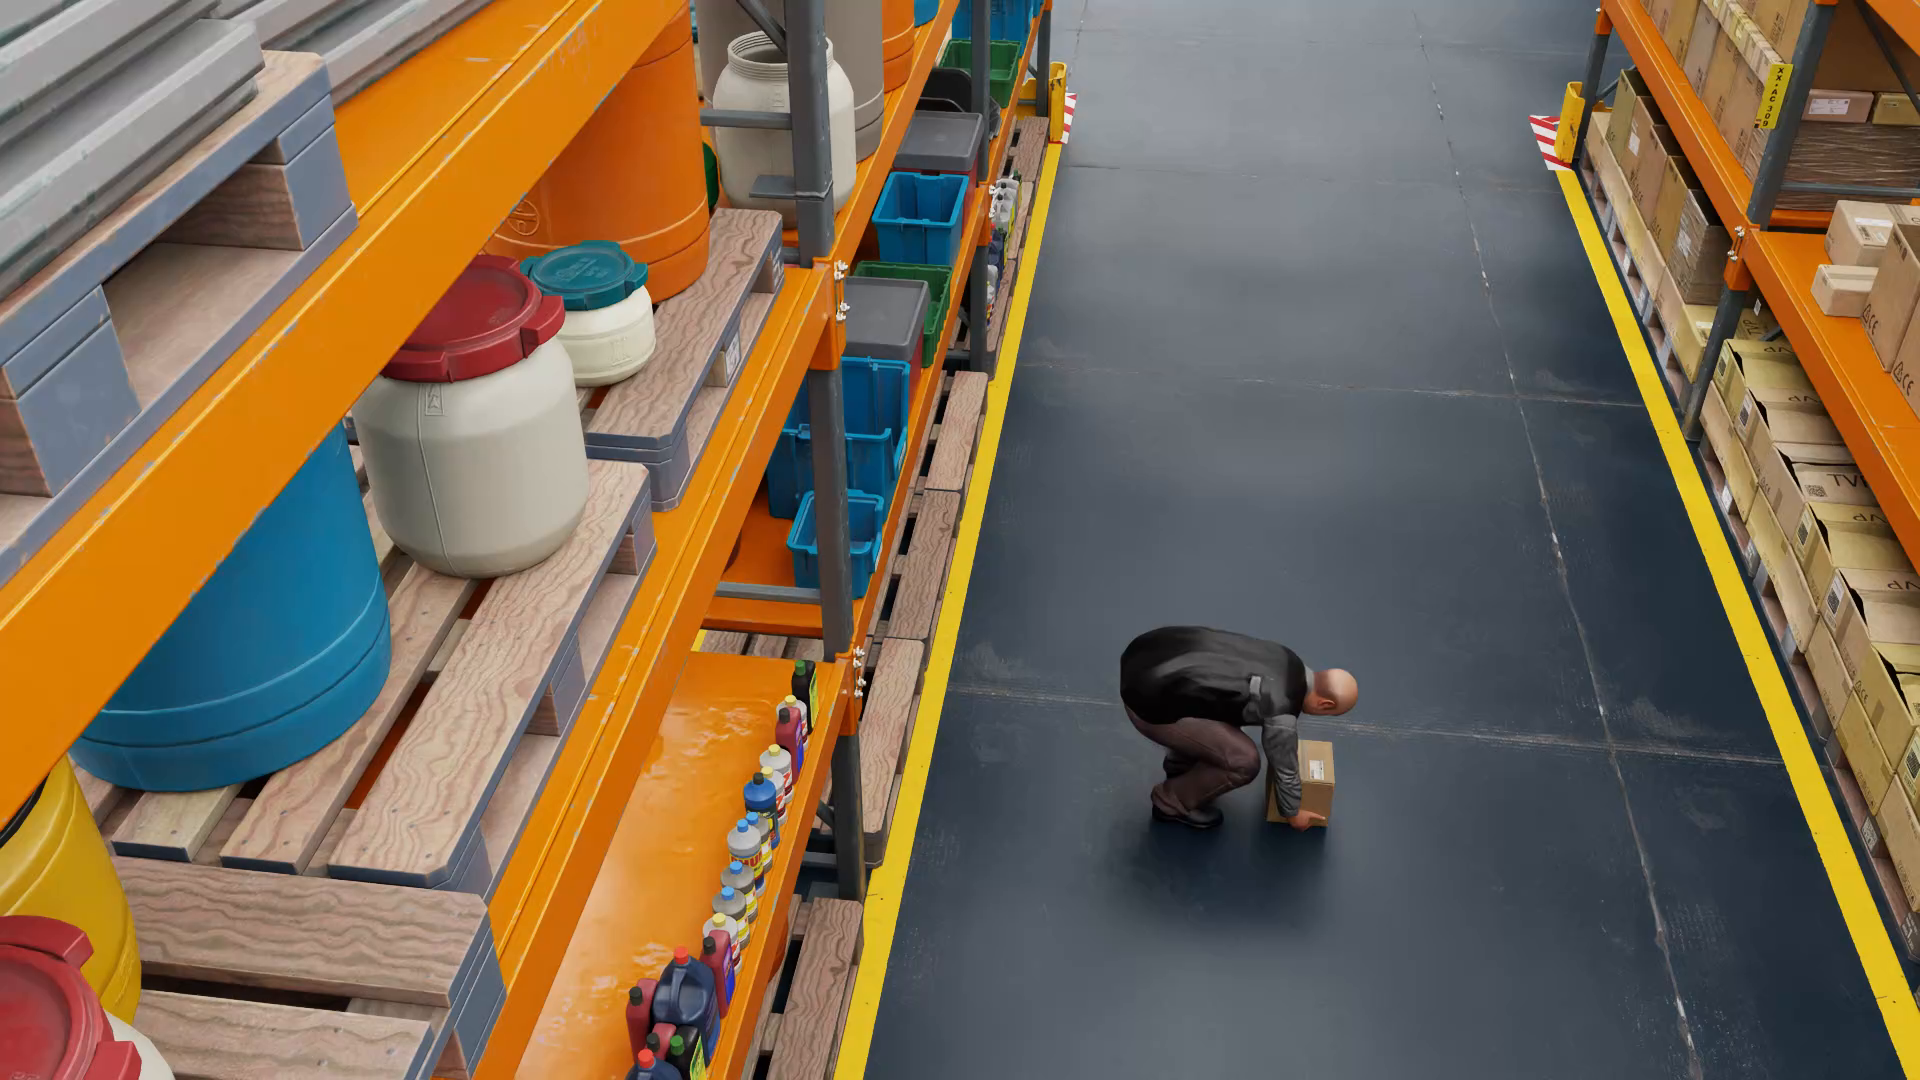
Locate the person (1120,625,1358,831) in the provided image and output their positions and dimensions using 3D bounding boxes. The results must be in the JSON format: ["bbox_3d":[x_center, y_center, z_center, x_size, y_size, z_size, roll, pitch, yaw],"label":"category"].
[{"bbox_3d":[1.117,0.752,6.789,0.952,0.872,0.505,3,36,4],"label":"person"}]
